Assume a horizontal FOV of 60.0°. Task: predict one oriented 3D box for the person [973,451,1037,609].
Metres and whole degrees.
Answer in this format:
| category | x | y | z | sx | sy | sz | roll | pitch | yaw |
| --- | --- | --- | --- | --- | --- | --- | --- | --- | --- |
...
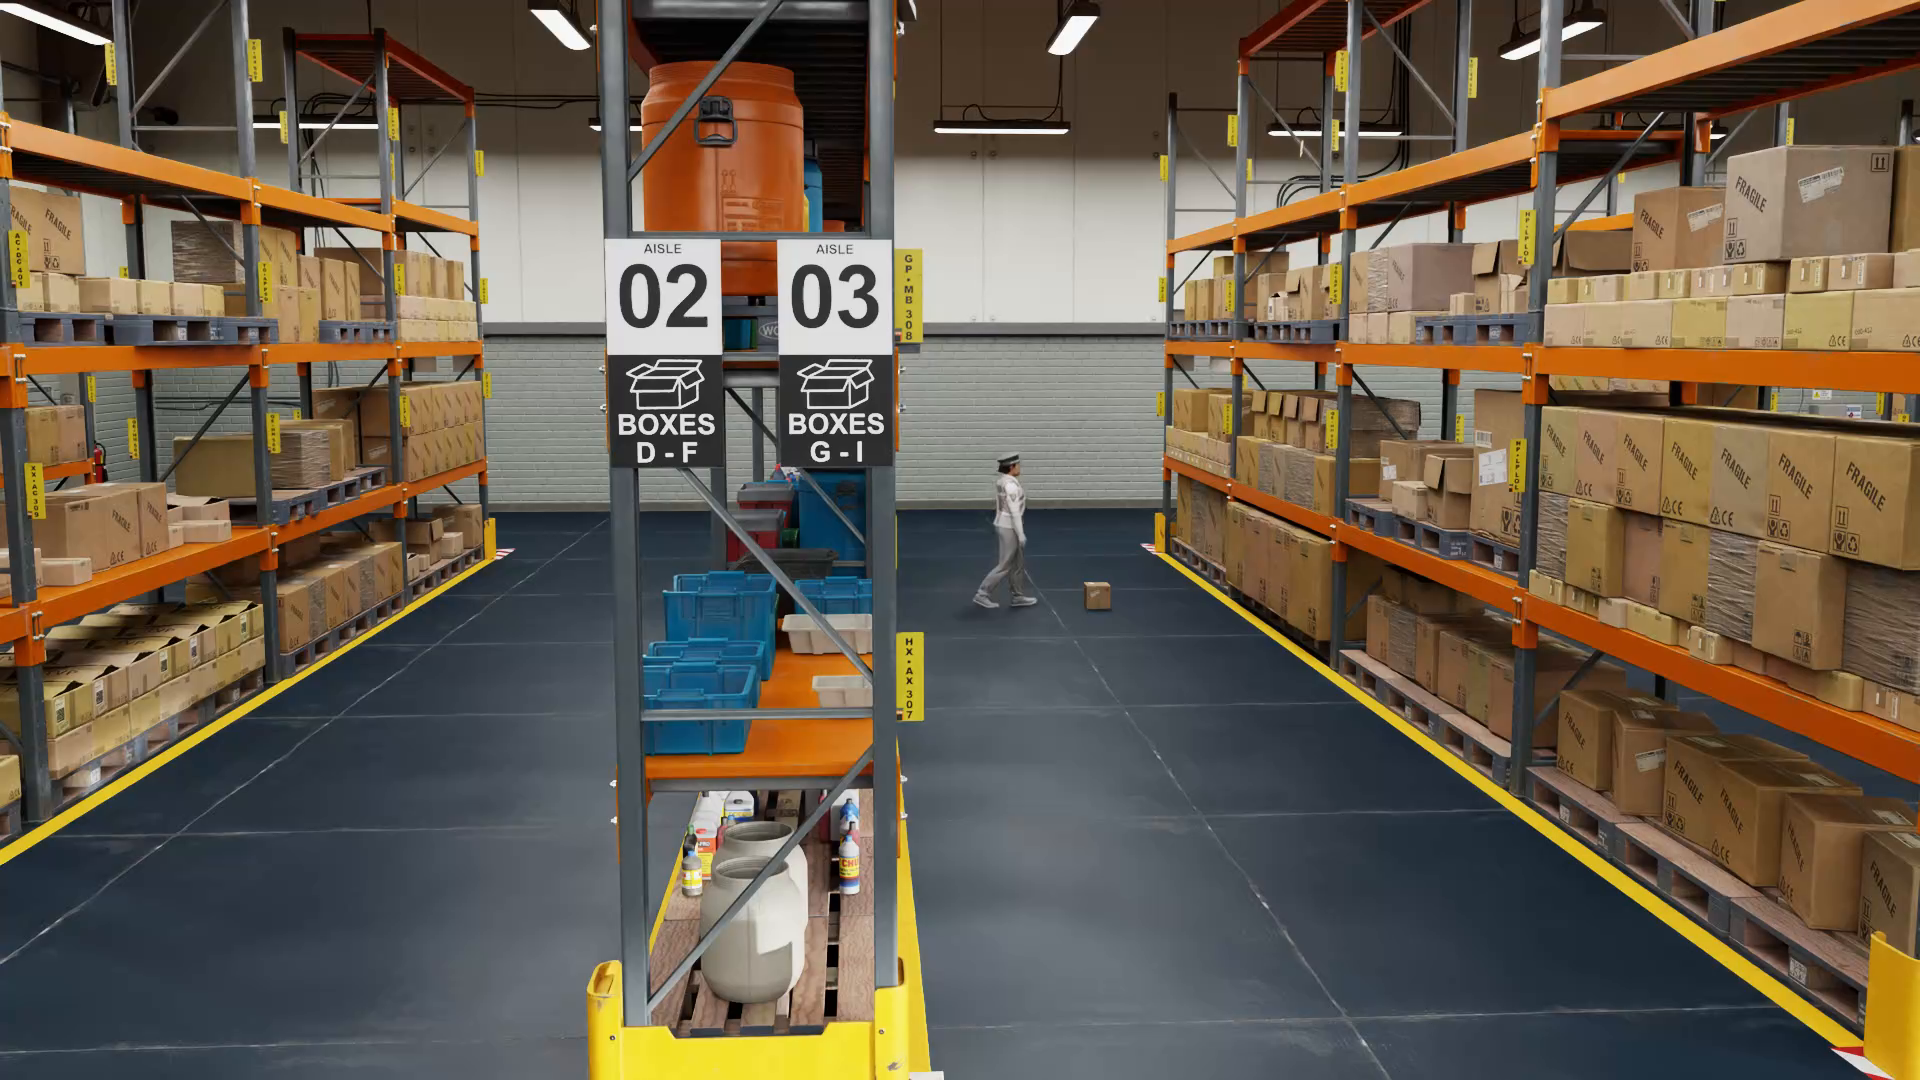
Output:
| category | x | y | z | sx | sy | sz | roll | pitch | yaw |
| --- | --- | --- | --- | --- | --- | --- | --- | --- | --- |
| person | 0.482 | -0.099 | 17.488 | 0.762 | 1.665 | 0.502 | -1 | 7 | -11 |
